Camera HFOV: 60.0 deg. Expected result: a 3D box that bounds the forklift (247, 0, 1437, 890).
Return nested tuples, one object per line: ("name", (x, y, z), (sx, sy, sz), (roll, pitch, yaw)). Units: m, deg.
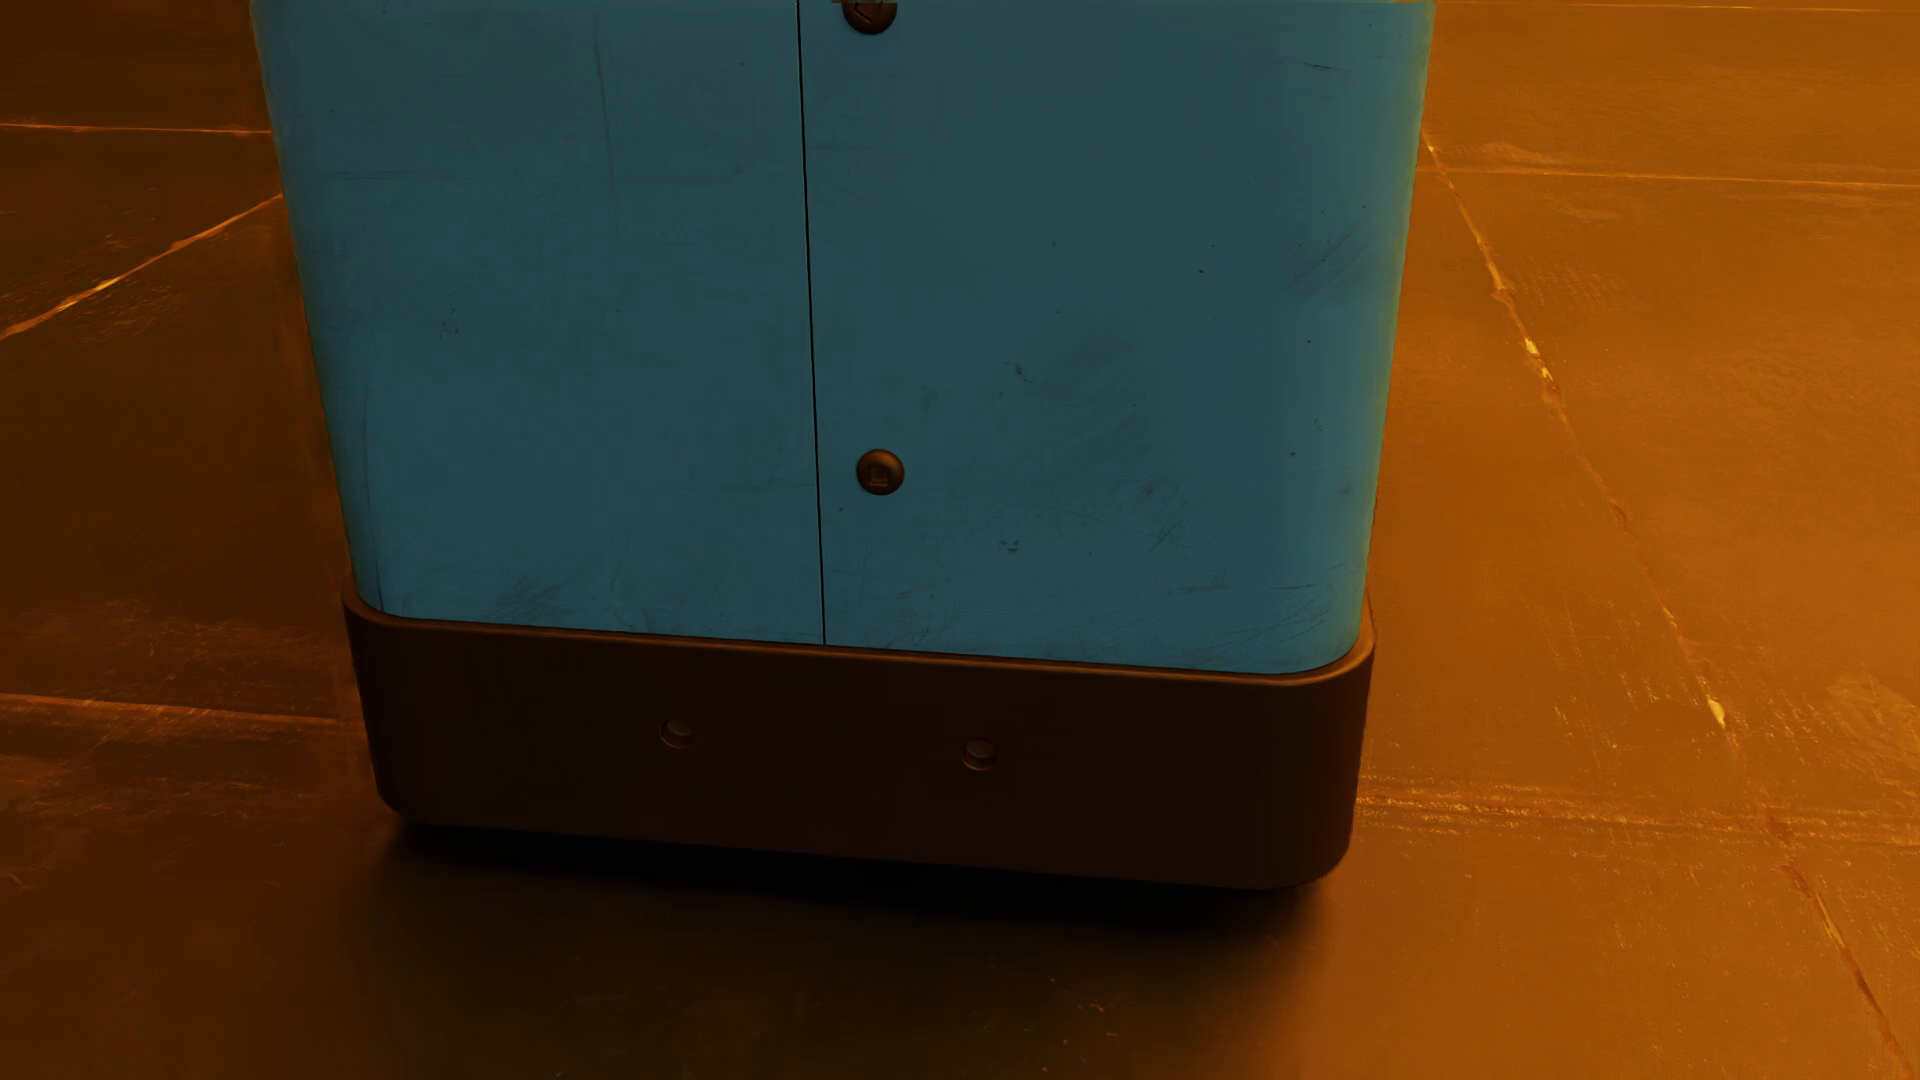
("forklift", (0.063, -1.595, 2.414), (1.130, 2.935, 3.031), (3, 27, 7))
